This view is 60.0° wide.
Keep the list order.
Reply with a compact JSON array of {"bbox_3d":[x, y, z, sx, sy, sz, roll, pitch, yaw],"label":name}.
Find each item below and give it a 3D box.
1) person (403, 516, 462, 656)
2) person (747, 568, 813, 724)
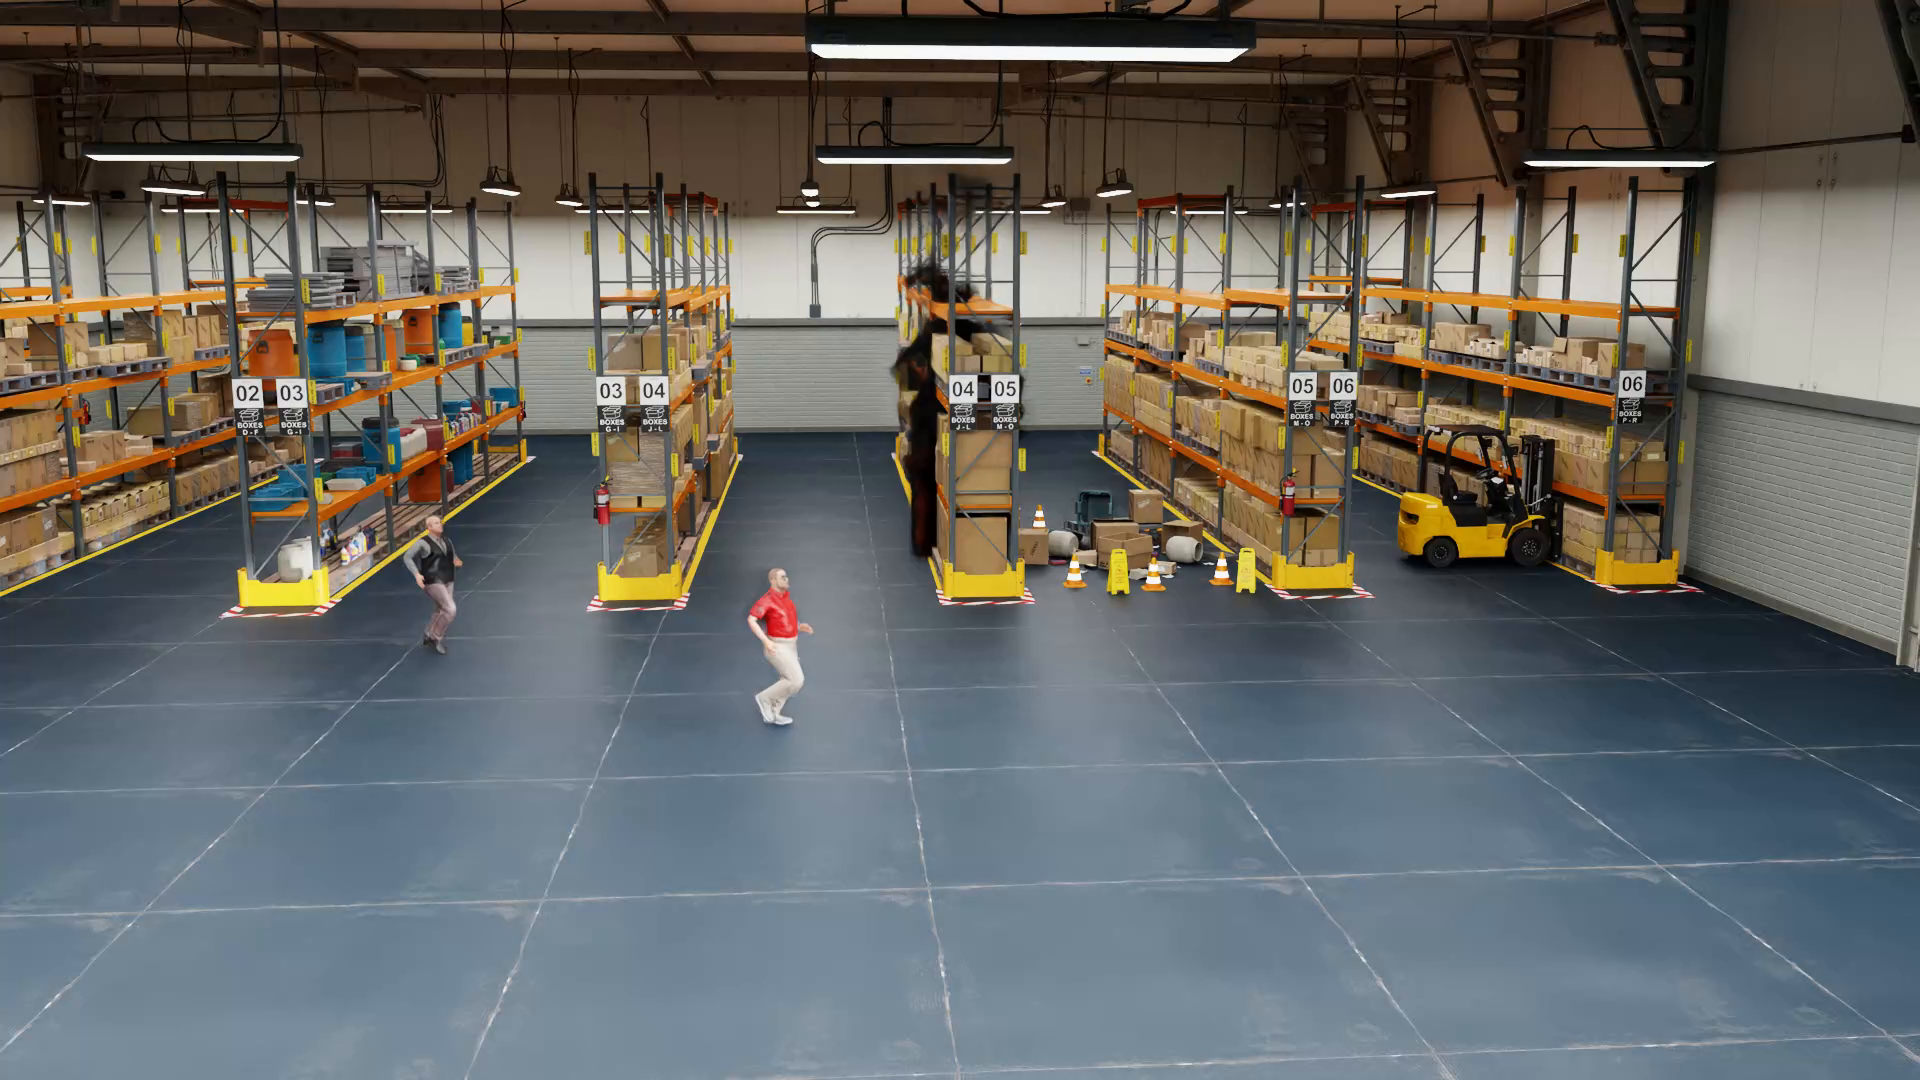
[{"bbox_3d":[-6.449,0.562,20.598,0.703,1.724,0.630,4,11,22],"label":"person"},{"bbox_3d":[-1.833,1.126,17.441,0.592,1.676,0.652,3,10,16],"label":"person"}]
